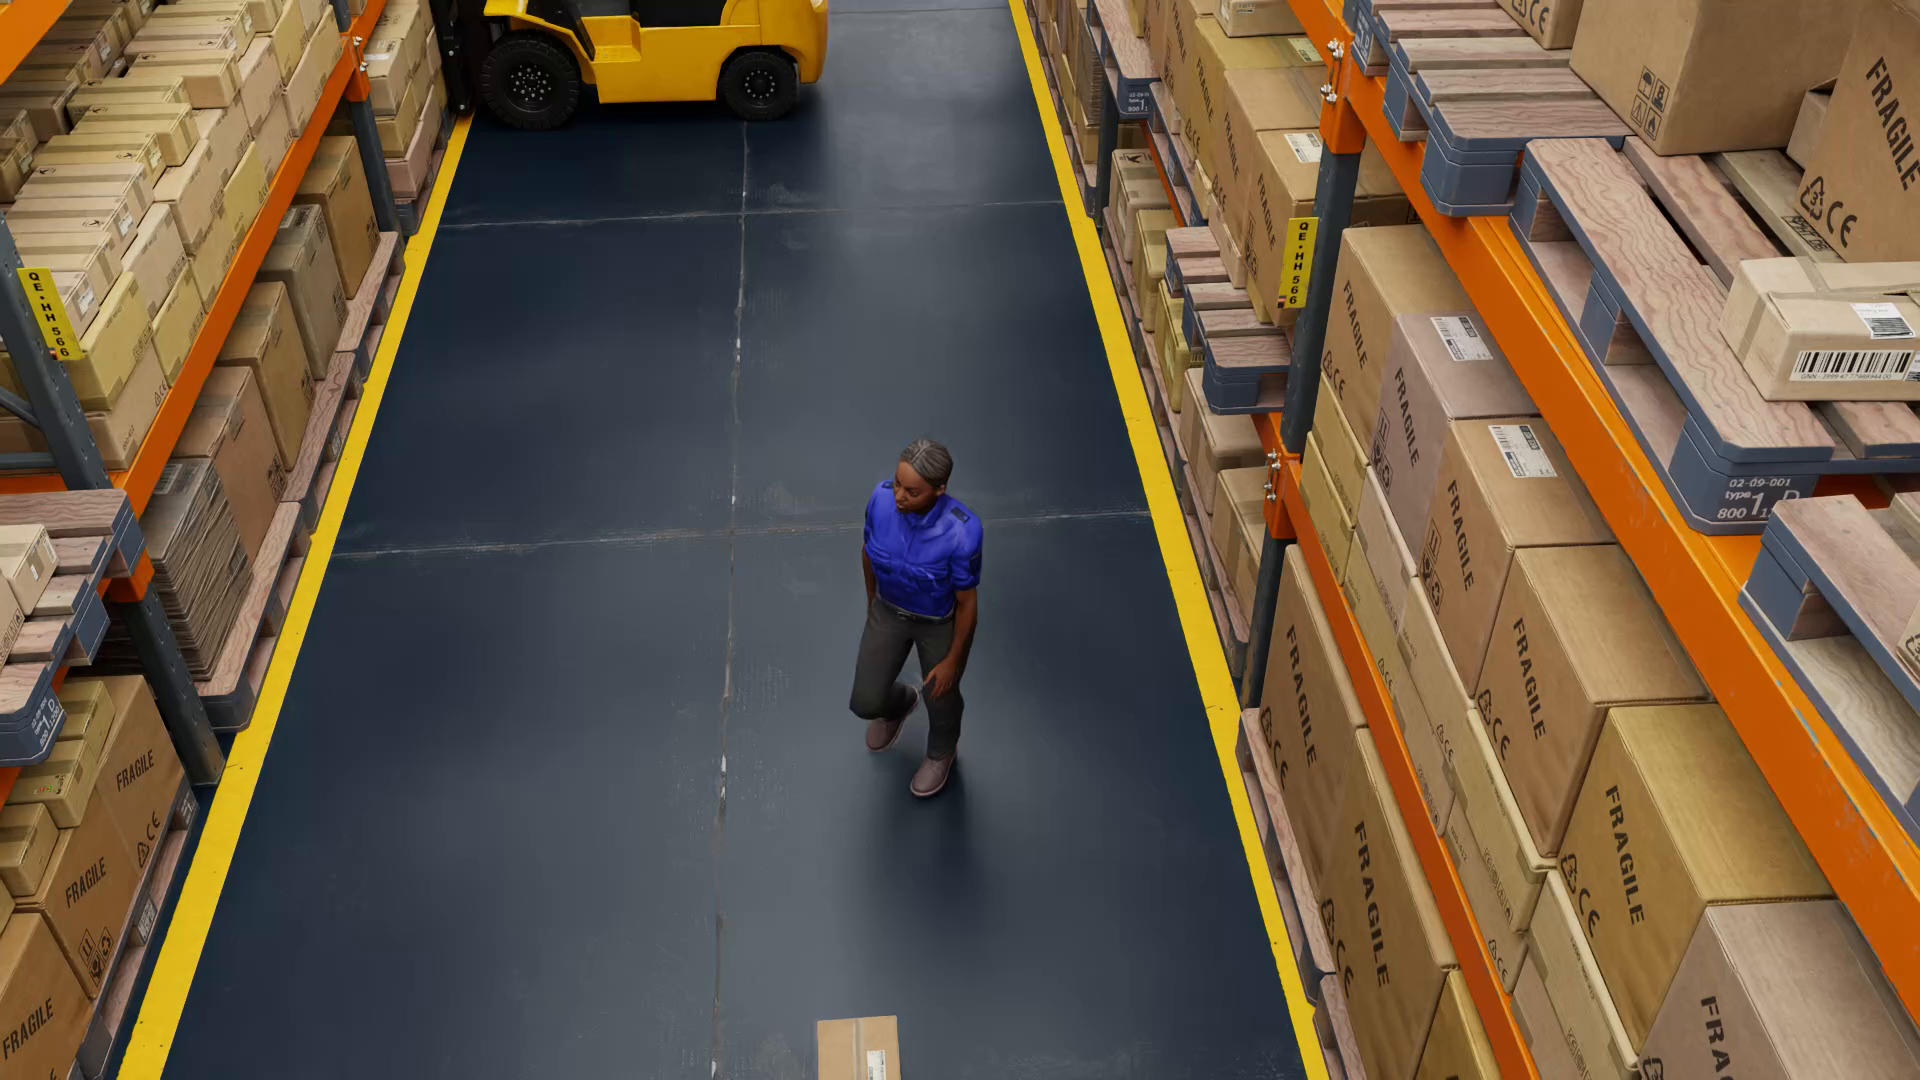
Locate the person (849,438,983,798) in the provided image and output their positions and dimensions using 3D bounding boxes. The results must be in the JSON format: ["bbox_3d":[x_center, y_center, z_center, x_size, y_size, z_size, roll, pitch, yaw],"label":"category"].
[{"bbox_3d":[-0.151,0.269,5.812,0.522,1.641,0.470,15,42,18],"label":"person"}]
